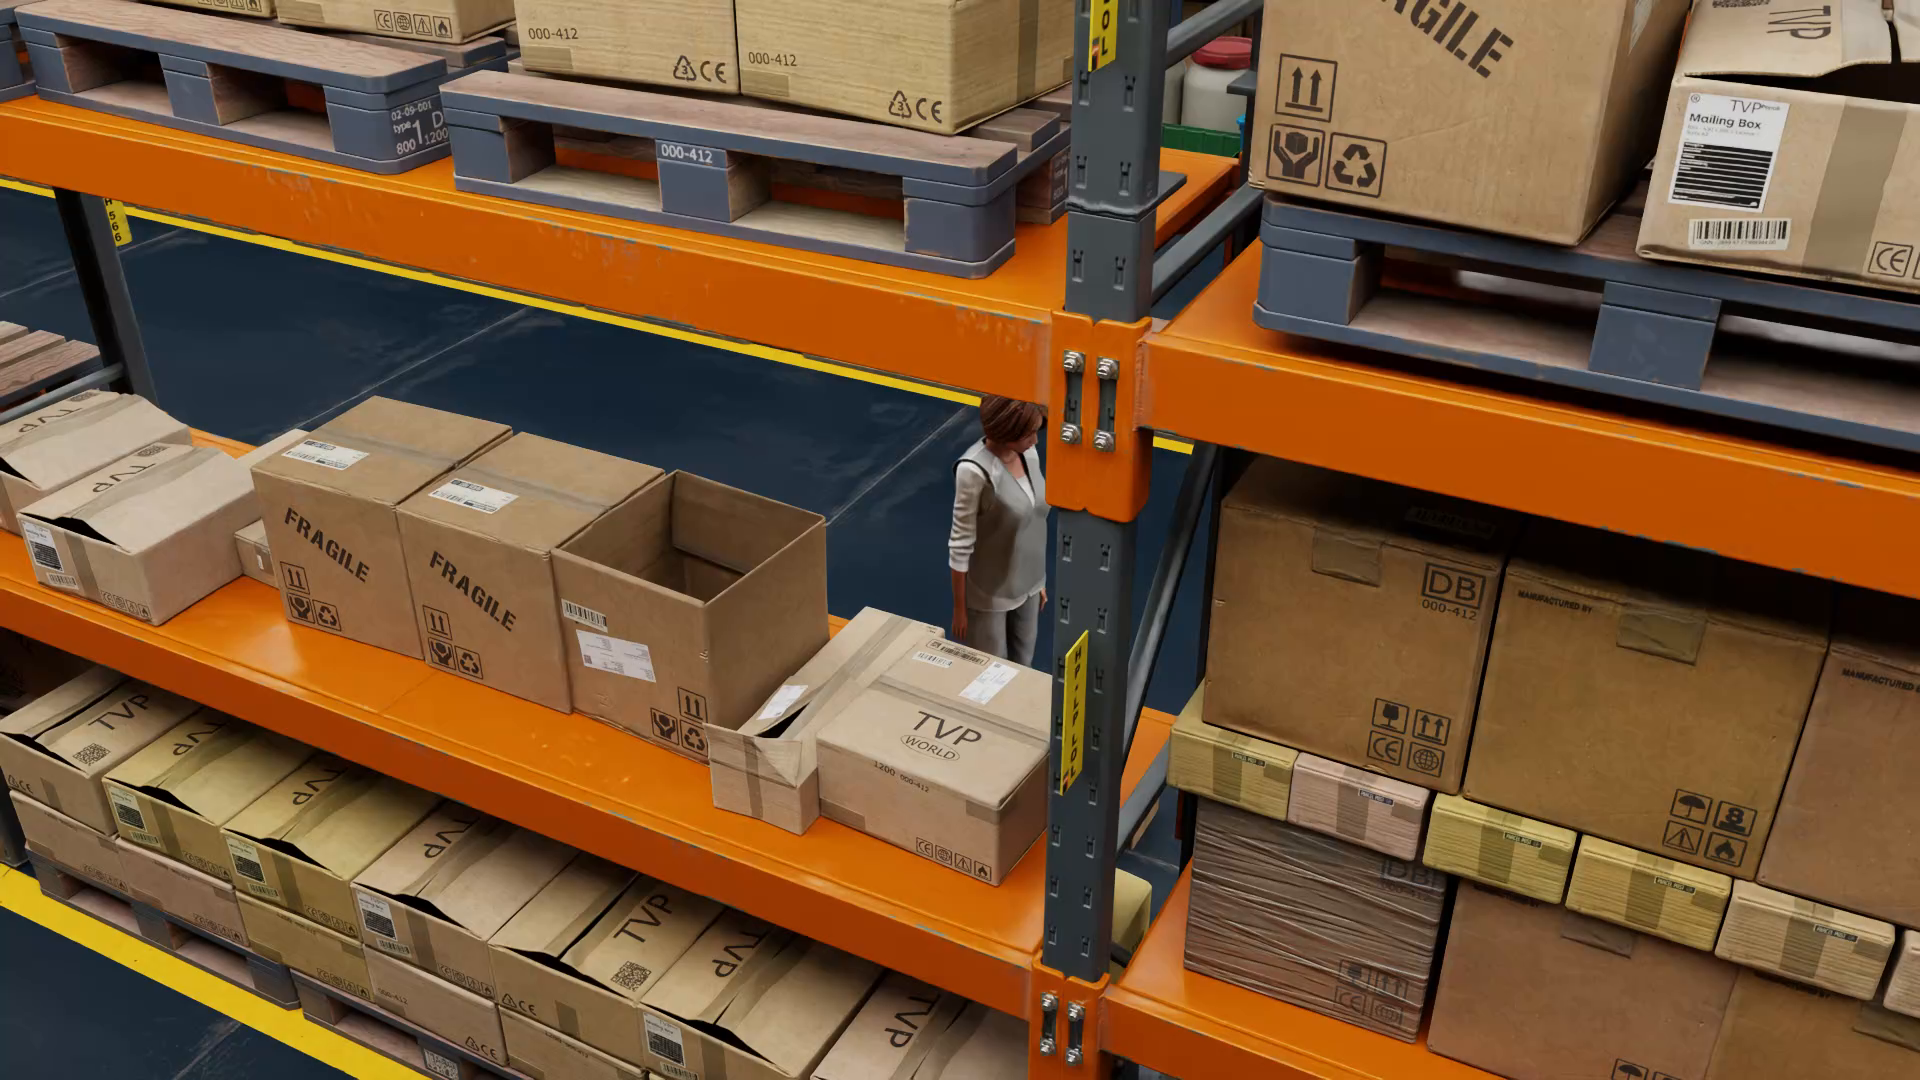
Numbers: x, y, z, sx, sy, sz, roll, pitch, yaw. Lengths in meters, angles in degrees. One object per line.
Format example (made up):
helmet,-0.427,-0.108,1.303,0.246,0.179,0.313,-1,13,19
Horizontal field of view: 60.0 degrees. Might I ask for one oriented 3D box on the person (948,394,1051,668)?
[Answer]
person,0.170,0.215,5.758,0.398,1.598,0.461,20,36,30
